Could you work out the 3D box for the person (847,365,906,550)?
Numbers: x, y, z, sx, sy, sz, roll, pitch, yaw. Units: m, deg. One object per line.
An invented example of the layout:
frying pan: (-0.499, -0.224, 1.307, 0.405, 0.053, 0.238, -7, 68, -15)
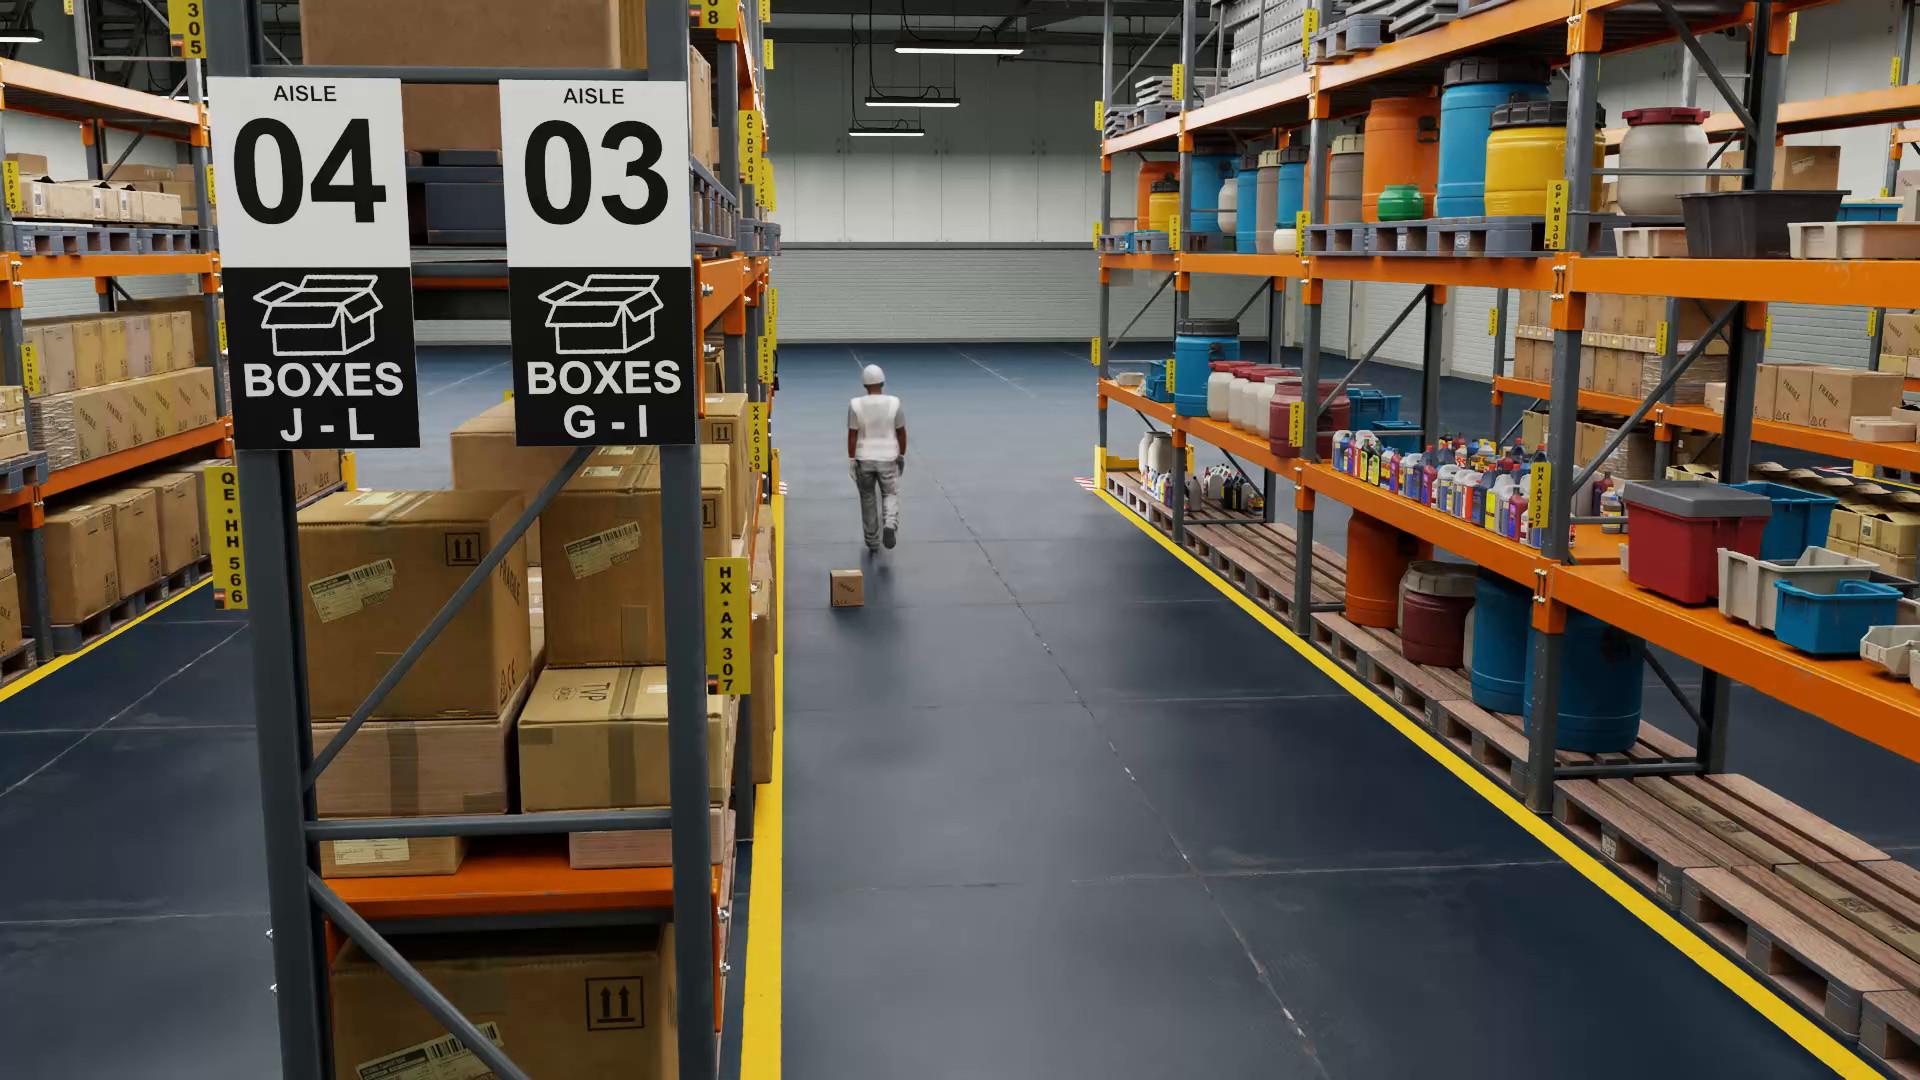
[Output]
person: (-0.777, -0.759, 15.629, 0.553, 1.766, 0.756, -1, 10, -4)
